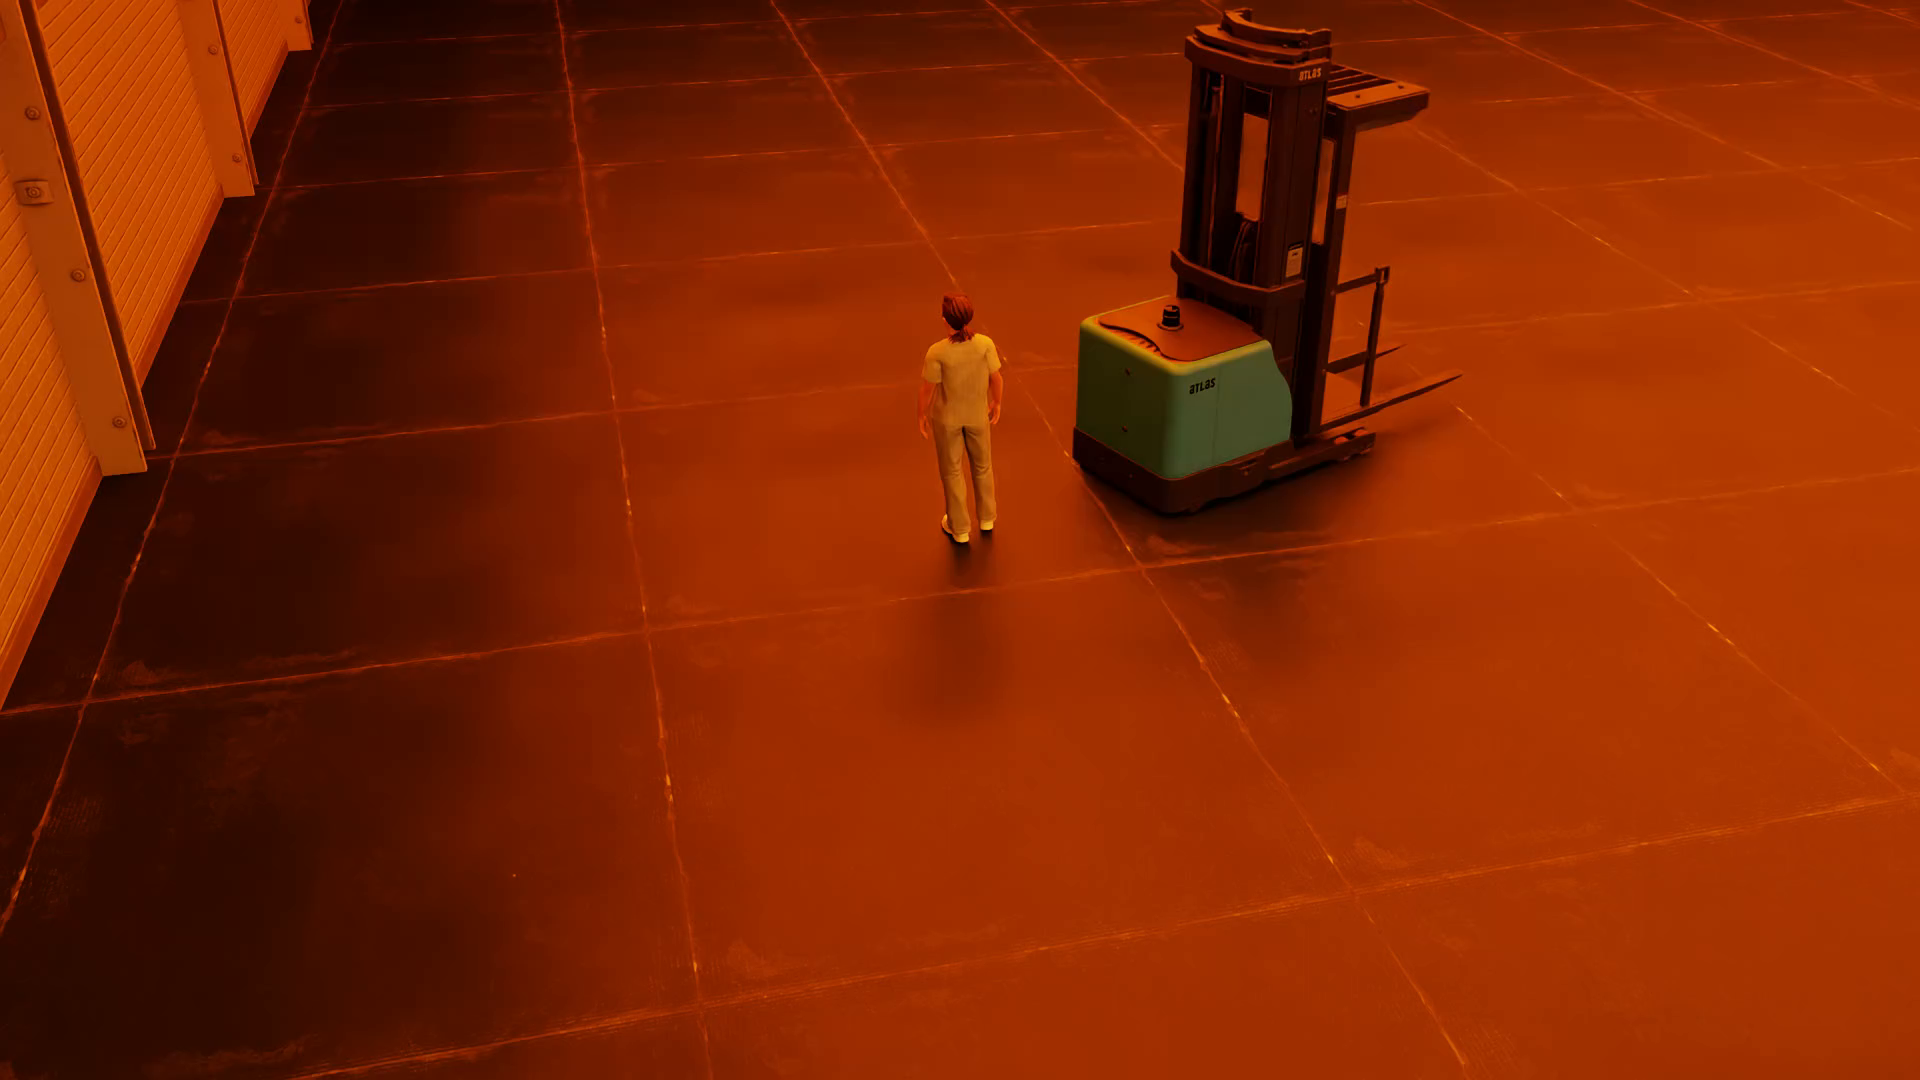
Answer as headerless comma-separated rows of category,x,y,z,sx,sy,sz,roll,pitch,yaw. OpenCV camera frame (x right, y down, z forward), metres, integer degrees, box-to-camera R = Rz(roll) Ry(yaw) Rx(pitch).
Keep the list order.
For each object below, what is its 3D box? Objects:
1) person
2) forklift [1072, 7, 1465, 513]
person,-0.004,-0.769,10.142,0.549,1.673,0.548,-7,31,-12
forklift,2.266,-2.007,11.041,3.031,2.935,1.130,-19,35,-30
